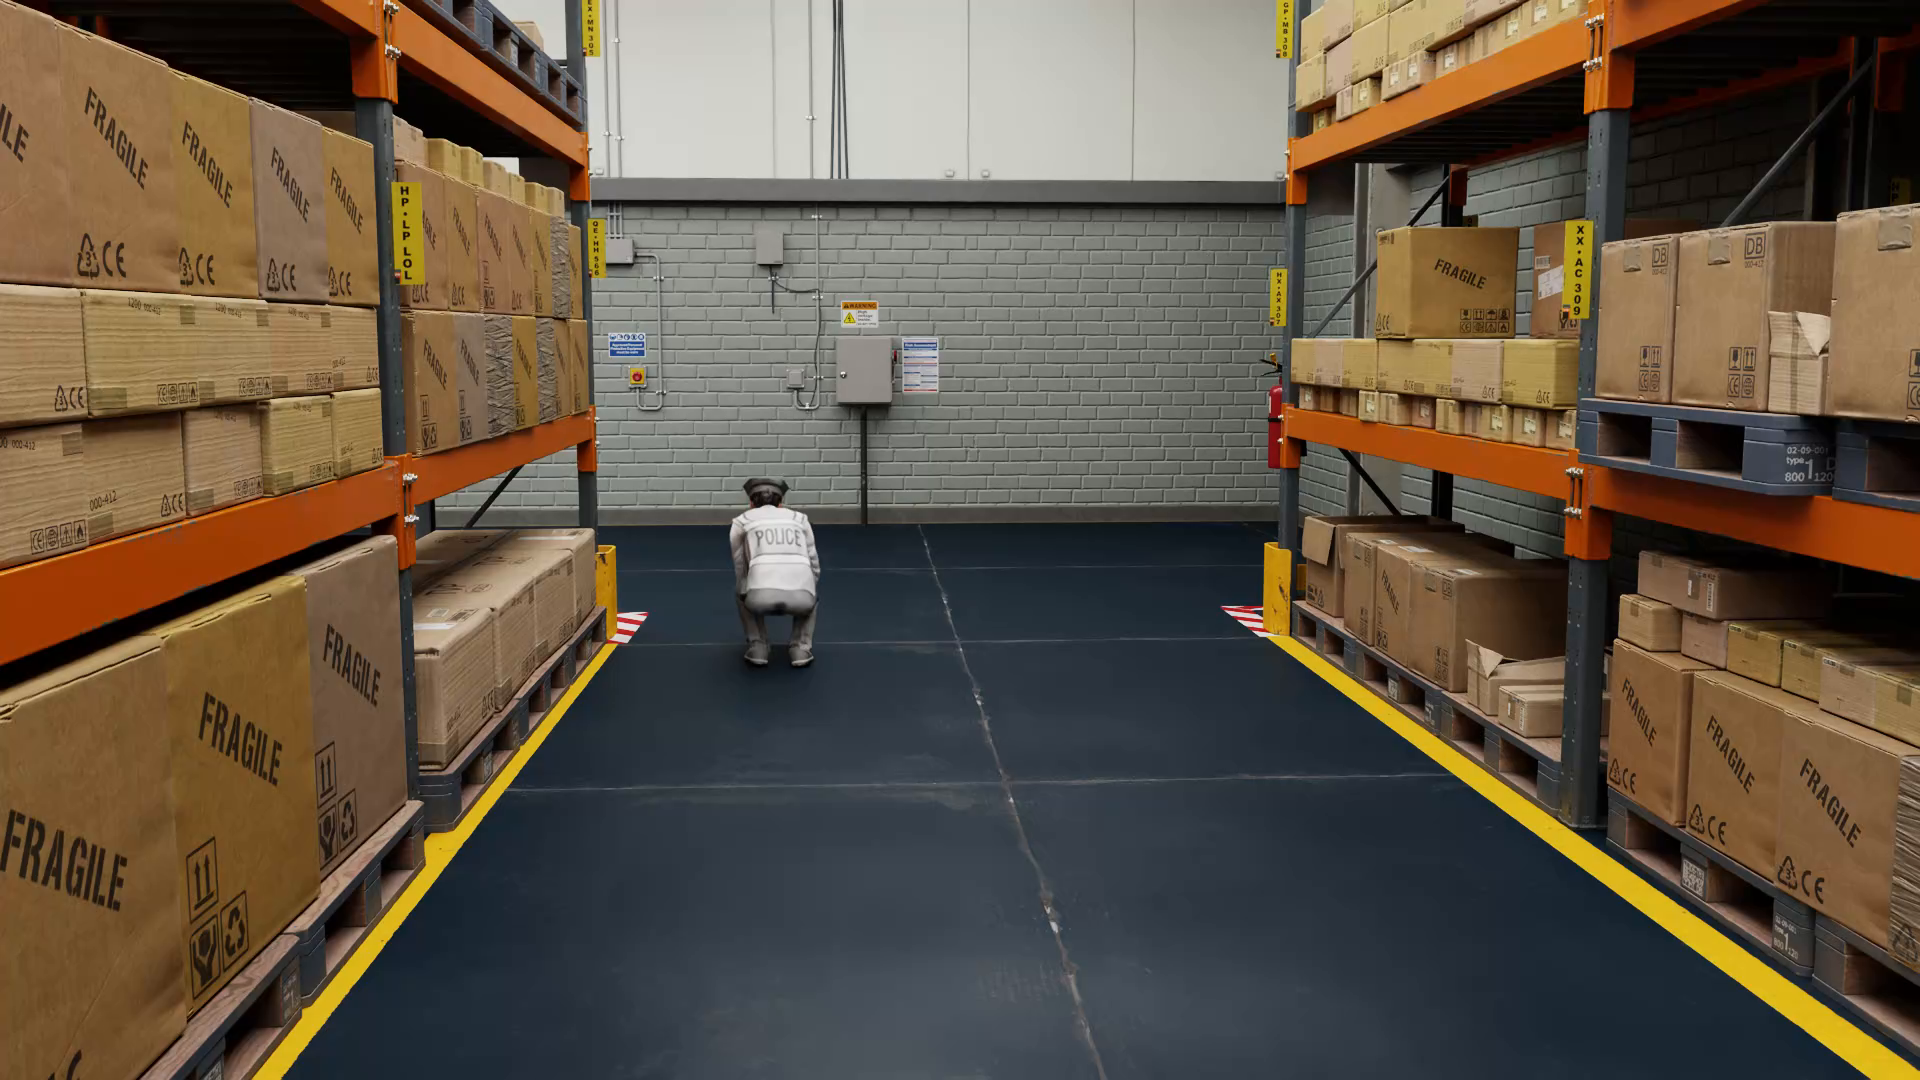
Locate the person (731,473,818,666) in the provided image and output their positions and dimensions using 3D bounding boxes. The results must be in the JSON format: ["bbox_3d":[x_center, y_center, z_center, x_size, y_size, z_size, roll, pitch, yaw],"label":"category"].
[{"bbox_3d":[-0.984,0.154,8.835,0.462,0.987,0.855,-1,7,-7],"label":"person"}]
